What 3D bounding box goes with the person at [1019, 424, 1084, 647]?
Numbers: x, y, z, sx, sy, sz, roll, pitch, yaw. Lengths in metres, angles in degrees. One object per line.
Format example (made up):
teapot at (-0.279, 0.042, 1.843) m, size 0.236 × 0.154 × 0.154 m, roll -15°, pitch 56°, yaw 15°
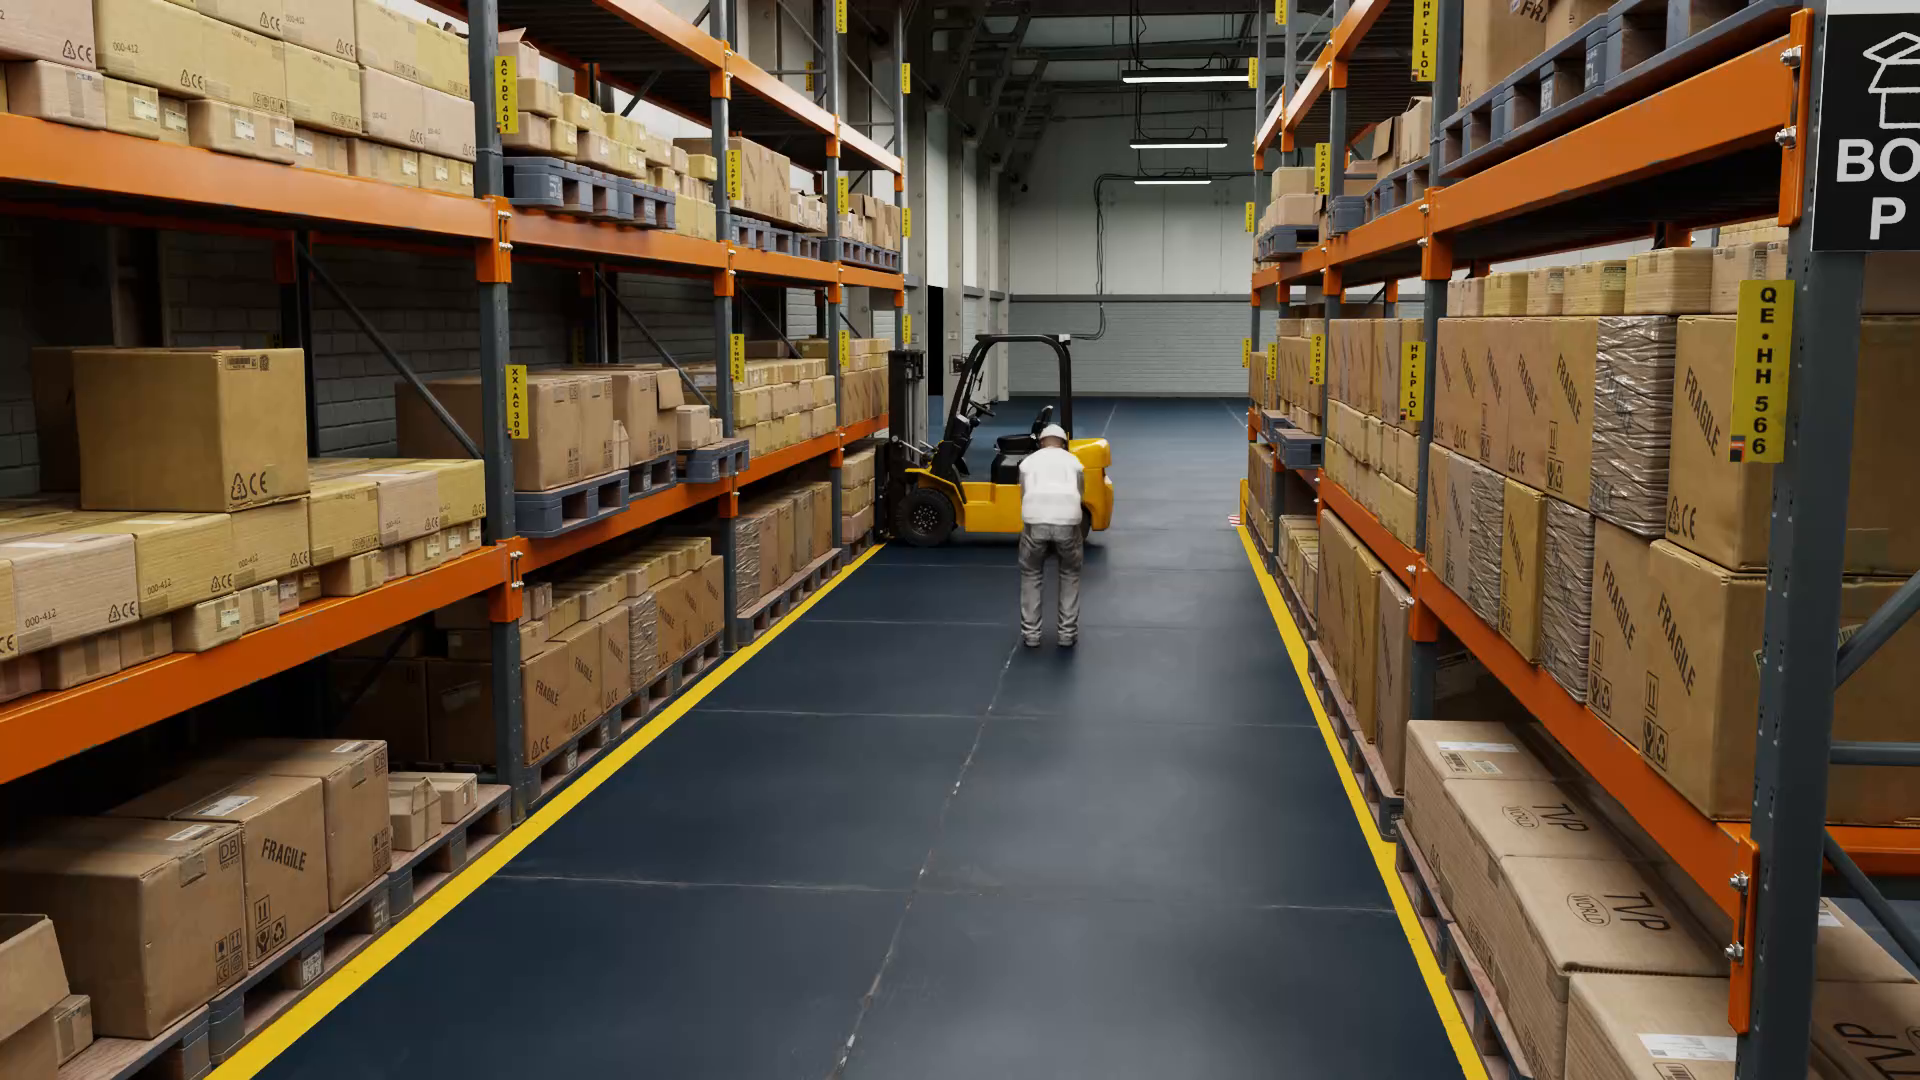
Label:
person at (0.655, -0.044, 11.953) m, size 0.471 × 1.544 × 0.823 m, roll 1°, pitch 8°, yaw 5°
